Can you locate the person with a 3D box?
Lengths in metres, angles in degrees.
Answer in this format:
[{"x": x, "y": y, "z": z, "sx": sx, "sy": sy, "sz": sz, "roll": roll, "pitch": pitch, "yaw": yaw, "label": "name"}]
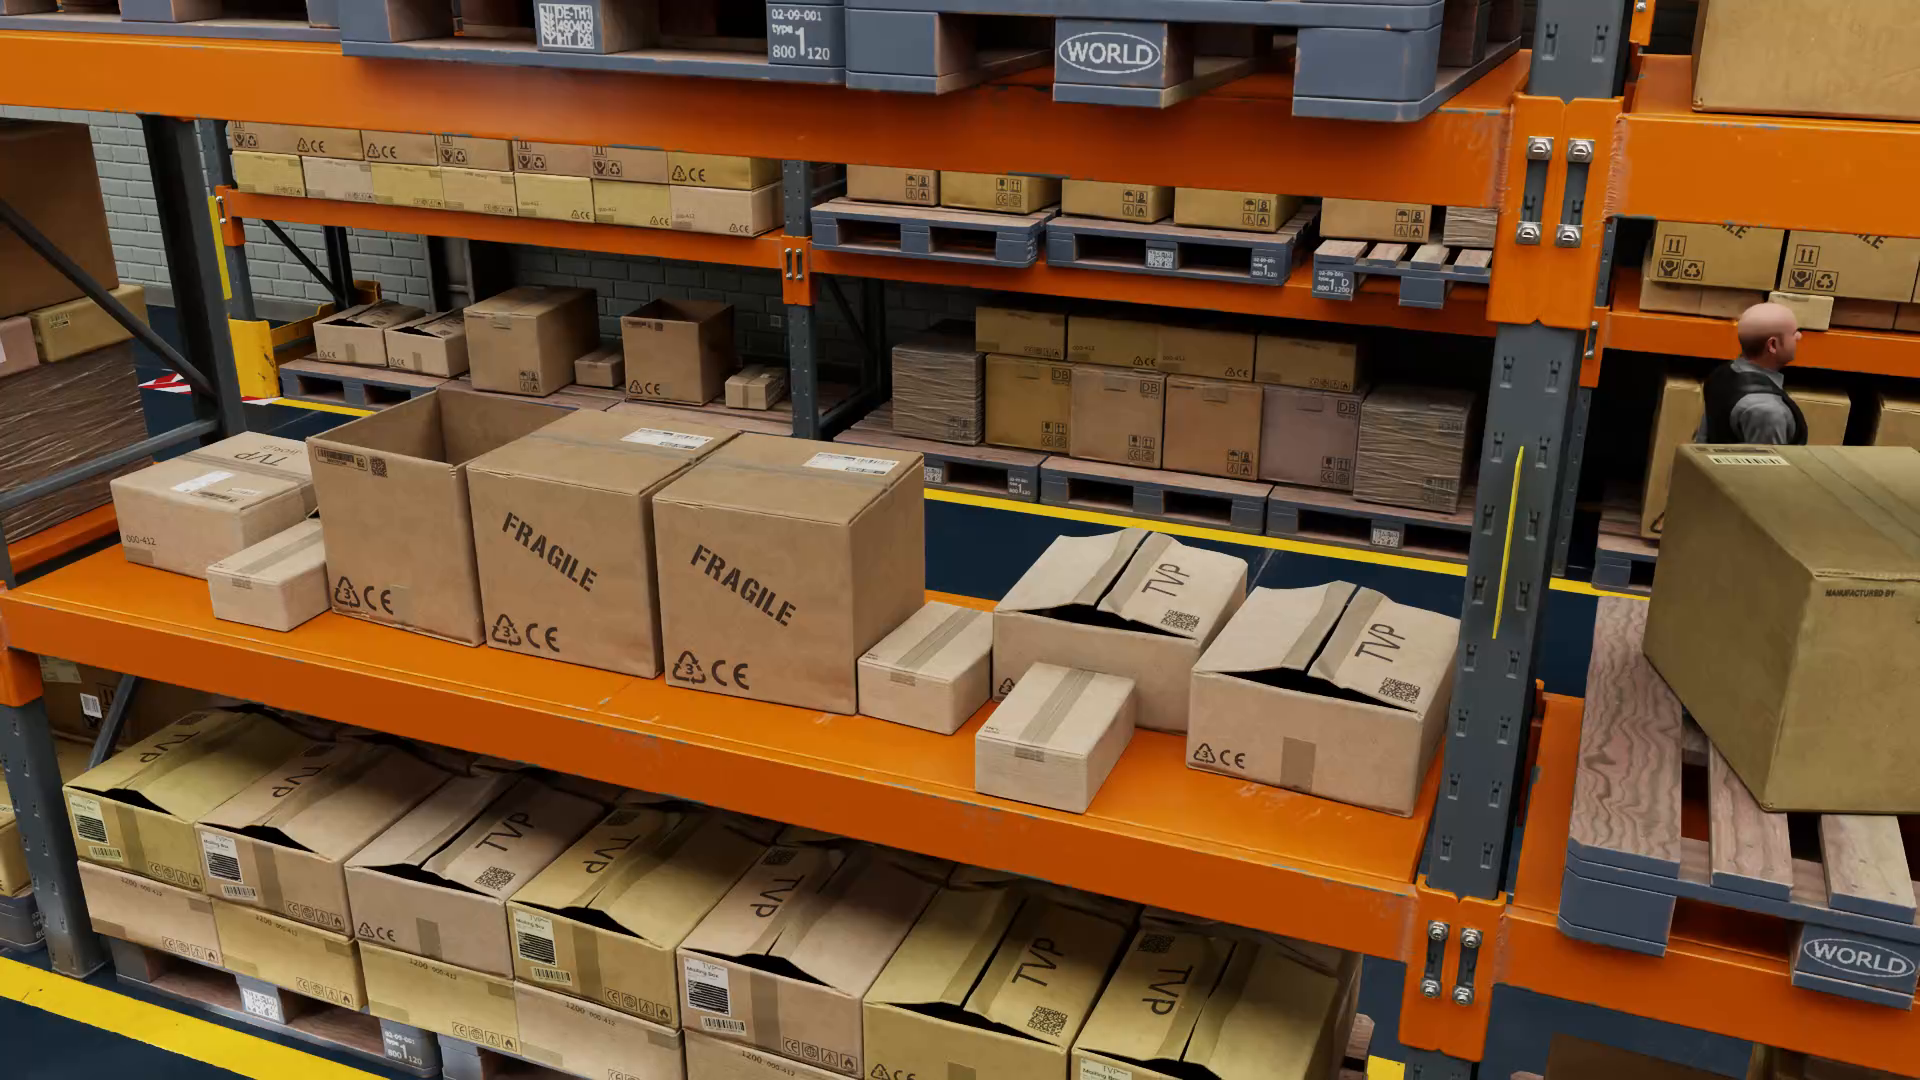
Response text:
[{"x": 3.038, "y": -0.062, "z": 6.244, "sx": 0.967, "sy": 1.671, "sz": 0.551, "roll": 5, "pitch": 23, "yaw": 11, "label": "person"}]
